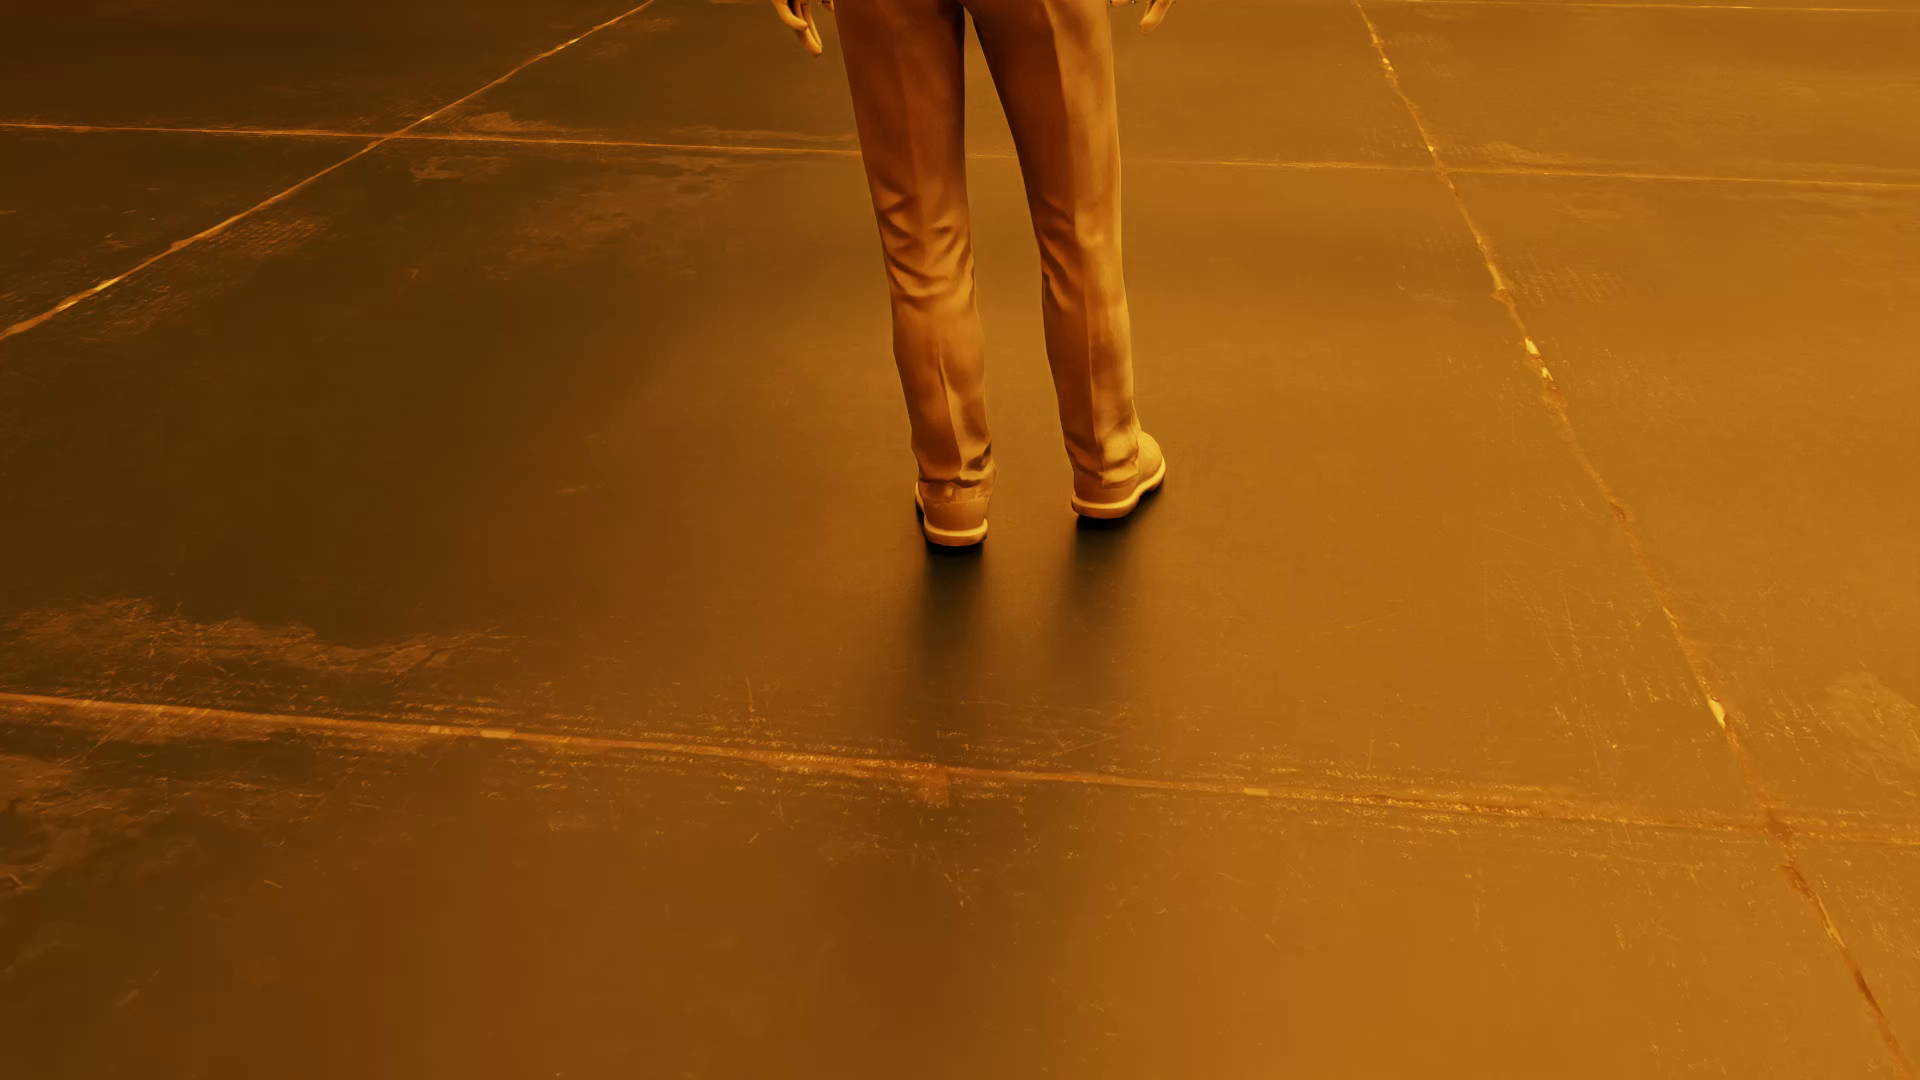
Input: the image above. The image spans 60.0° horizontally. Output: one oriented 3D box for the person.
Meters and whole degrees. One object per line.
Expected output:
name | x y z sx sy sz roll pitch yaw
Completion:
person | 0.015 -0.795 2.179 0.587 1.695 0.531 3 27 7
